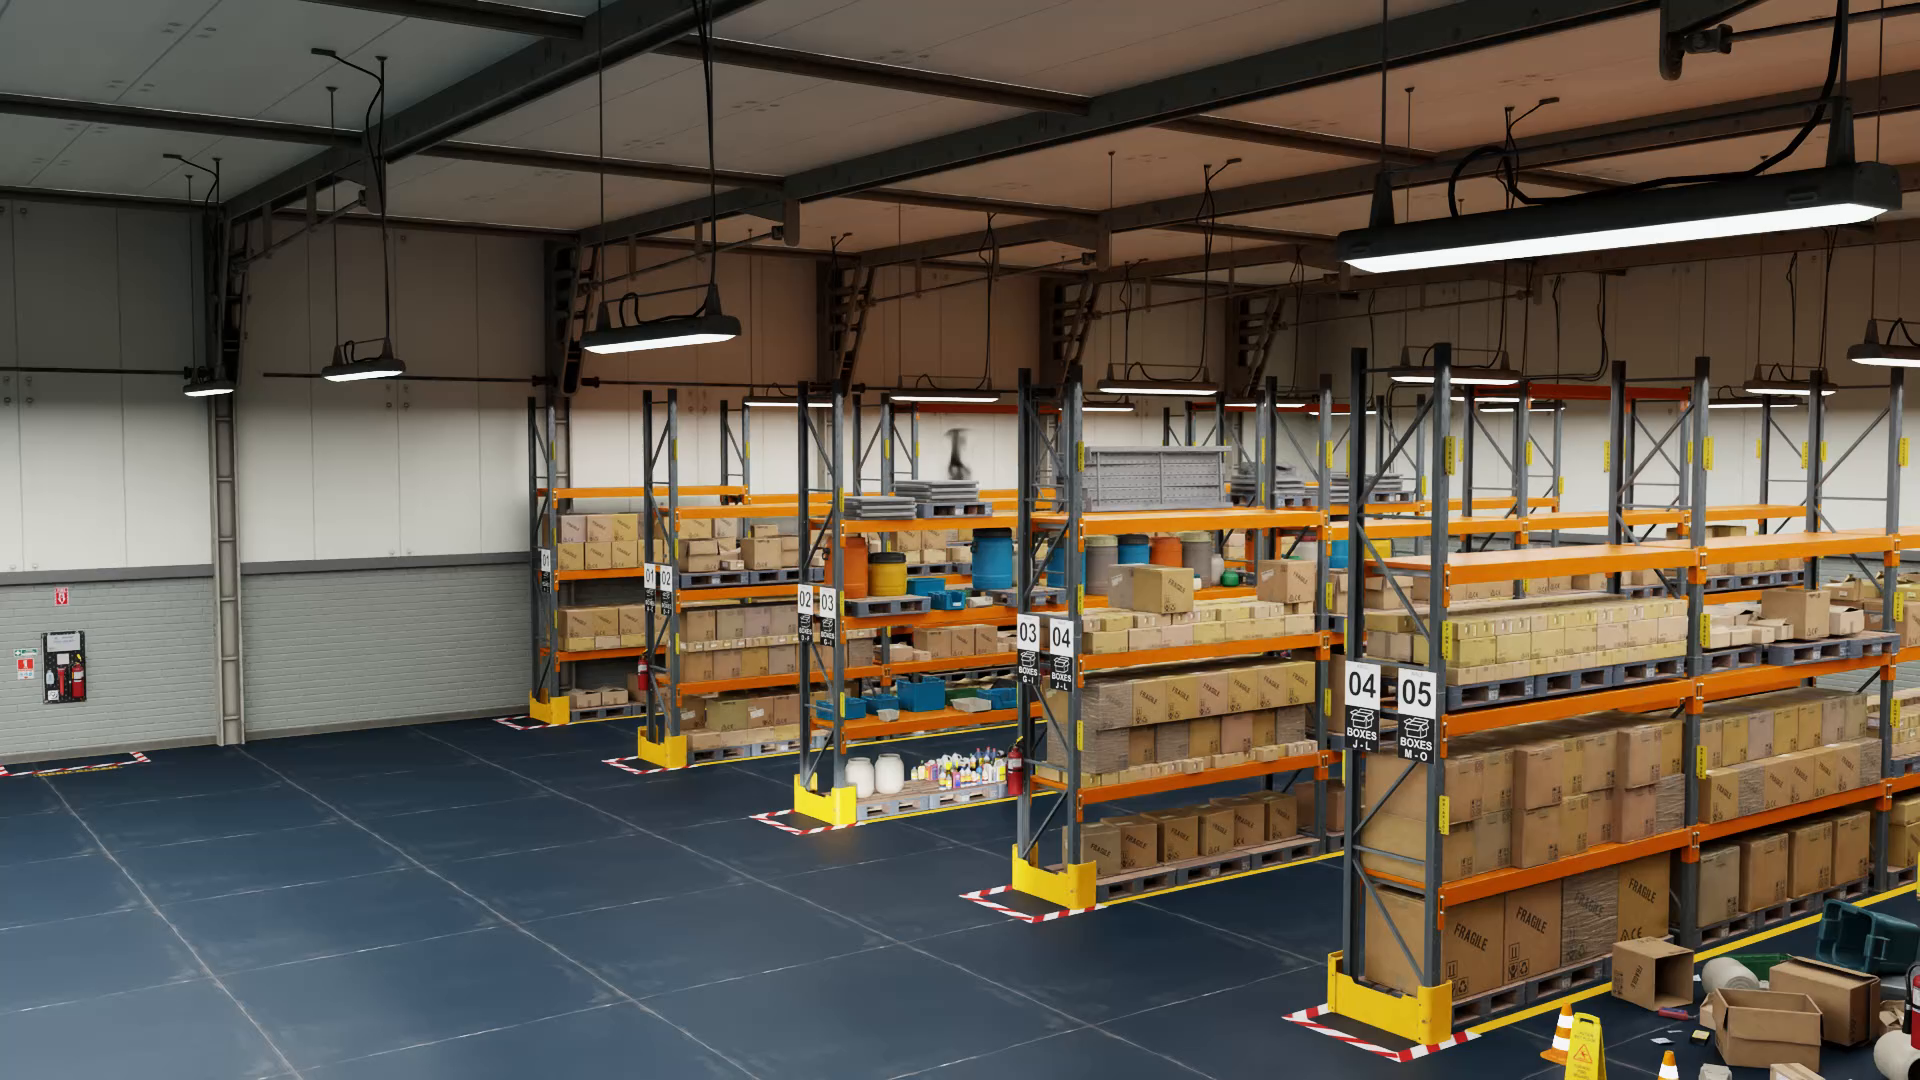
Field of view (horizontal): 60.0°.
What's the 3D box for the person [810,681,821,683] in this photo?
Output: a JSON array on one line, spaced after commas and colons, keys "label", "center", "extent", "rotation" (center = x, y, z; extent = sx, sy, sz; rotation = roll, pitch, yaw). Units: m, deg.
[{"label": "person", "center": [-2.695, 2.456, 30.914], "extent": [0.898, 1.696, 0.665], "rotation": [-3, 4, -37]}]
